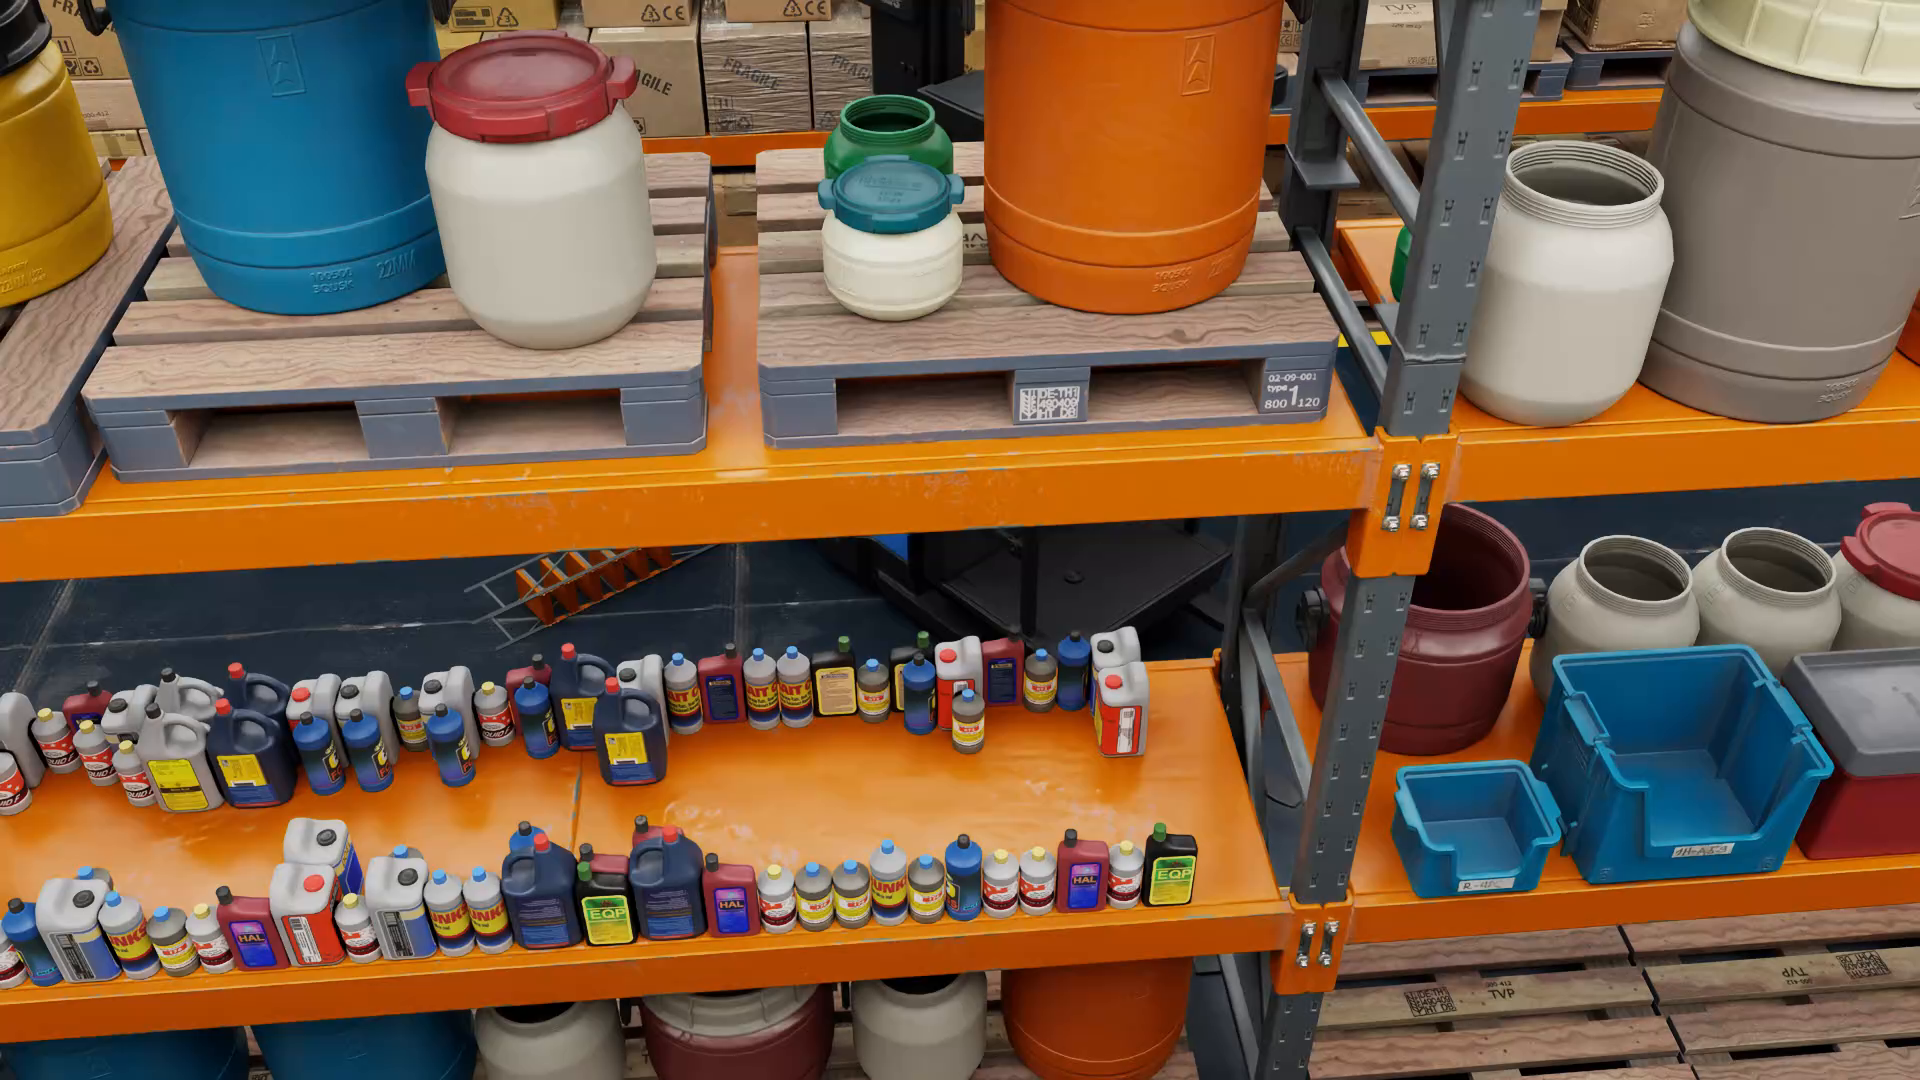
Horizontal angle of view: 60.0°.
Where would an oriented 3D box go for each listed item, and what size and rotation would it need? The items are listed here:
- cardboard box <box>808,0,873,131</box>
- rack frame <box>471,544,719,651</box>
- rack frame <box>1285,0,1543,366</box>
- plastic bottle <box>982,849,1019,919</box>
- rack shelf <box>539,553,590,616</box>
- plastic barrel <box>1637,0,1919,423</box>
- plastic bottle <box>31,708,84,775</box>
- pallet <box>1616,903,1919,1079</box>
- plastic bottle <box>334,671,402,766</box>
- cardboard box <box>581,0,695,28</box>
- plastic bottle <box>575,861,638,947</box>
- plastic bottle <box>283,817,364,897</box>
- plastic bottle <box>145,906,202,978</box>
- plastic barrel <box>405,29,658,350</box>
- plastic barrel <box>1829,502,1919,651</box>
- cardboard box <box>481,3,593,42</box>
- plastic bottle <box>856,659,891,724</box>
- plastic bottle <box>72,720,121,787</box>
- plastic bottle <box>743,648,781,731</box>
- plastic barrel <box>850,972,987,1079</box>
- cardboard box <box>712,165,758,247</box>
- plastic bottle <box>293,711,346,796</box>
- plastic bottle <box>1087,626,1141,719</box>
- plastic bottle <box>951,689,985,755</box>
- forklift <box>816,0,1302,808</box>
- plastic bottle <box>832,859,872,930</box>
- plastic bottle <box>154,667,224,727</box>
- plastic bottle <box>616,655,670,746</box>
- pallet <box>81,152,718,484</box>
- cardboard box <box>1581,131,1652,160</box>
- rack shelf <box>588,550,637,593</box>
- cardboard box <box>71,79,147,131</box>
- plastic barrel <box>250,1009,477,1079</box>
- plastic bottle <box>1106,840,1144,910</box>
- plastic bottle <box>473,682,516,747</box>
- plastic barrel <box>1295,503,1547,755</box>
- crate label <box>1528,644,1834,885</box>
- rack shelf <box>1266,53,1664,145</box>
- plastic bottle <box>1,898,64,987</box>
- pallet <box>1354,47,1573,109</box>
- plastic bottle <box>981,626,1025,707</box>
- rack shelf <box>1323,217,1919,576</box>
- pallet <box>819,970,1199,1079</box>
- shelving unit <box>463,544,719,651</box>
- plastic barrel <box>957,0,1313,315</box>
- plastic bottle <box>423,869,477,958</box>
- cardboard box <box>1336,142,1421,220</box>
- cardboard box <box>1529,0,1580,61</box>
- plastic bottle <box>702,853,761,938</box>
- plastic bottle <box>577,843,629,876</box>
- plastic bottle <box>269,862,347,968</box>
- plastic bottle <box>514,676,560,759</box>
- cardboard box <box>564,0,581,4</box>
[{"bbox_3d":[-0.491,-2.377,8.261,0.500,0.500,0.500,-3,38,-4],"label":"cardboard box"},{"bbox_3d":[-1.605,0.178,7.514,1.200,0.006,0.240,-28,46,-30],"label":"rack frame"},{"bbox_3d":[0.915,-1.841,2.819,0.127,3.000,1.000,-3,38,-4],"label":"rack frame"},{"bbox_3d":[0.106,0.891,4.360,0.097,0.201,0.097,0,38,0],"label":"plastic bottle"},{"bbox_3d":[-1.756,0.185,7.359,0.103,0.180,0.258,-28,46,-30],"label":"rack shelf"},{"bbox_3d":[1.752,-0.771,3.480,0.600,0.901,0.600,0,38,0],"label":"plastic barrel"},{"bbox_3d":[-2.593,0.567,4.770,0.097,0.201,0.097,0,38,0],"label":"plastic bottle"},{"bbox_3d":[2.902,1.525,5.647,1.213,0.211,1.003,-3,38,-4],"label":"pallet"},{"bbox_3d":[-1.705,0.506,4.787,0.135,0.276,0.152,-3,38,-4],"label":"plastic bottle"},{"bbox_3d":[-1.571,-2.870,8.075,0.637,0.503,0.797,-2,38,-3],"label":"cardboard box"},{"bbox_3d":[-0.906,0.925,4.250,0.133,0.283,0.061,-3,38,-4],"label":"plastic bottle"},{"bbox_3d":[-1.666,0.847,4.355,0.135,0.276,0.152,-3,38,-4],"label":"plastic bottle"},{"bbox_3d":[-1.995,1.006,4.213,0.097,0.201,0.097,0,38,0],"label":"plastic bottle"},{"bbox_3d":[-0.838,-0.691,3.334,0.433,0.535,0.433,0,38,0],"label":"plastic barrel"},{"bbox_3d":[2.765,0.222,4.937,0.433,0.535,0.433,0,38,0],"label":"plastic barrel"},{"bbox_3d":[-2.029,-2.288,8.147,0.500,0.500,0.500,-4,38,-5],"label":"cardboard box"},{"bbox_3d":[-0.257,0.439,4.933,0.097,0.201,0.097,0,38,0],"label":"plastic bottle"},{"bbox_3d":[-2.454,0.597,4.732,0.097,0.201,0.097,0,38,0],"label":"plastic bottle"},{"bbox_3d":[-0.583,0.429,4.888,0.097,0.271,0.097,0,38,0],"label":"plastic bottle"},{"bbox_3d":[-0.126,1.449,5.161,0.421,0.512,0.421,0,38,0],"label":"plastic barrel"},{"bbox_3d":[-1.102,-1.803,8.990,0.875,0.875,1.225,-3,38,-4],"label":"cardboard box"},{"bbox_3d":[-1.810,0.591,4.683,0.097,0.271,0.097,0,38,0],"label":"plastic bottle"},{"bbox_3d":[0.455,0.387,4.938,0.135,0.276,0.152,-3,38,-4],"label":"plastic bottle"},{"bbox_3d":[0.024,0.518,4.833,0.097,0.201,0.097,0,38,0],"label":"plastic bottle"},{"bbox_3d":[0.459,-0.820,6.423,1.130,2.935,3.031,-29,47,-32],"label":"forklift"},{"bbox_3d":[-0.282,0.912,4.333,0.097,0.201,0.097,0,38,0],"label":"plastic bottle"},{"bbox_3d":[-2.183,0.501,4.734,0.185,0.351,0.144,-3,38,-4],"label":"plastic bottle"},{"bbox_3d":[-0.926,0.463,4.842,0.135,0.276,0.152,-3,38,-4],"label":"plastic bottle"},{"bbox_3d":[-1.168,-0.537,3.740,1.213,0.211,1.003,-3,38,-4],"label":"pallet"},{"bbox_3d":[3.847,-1.932,9.440,0.500,0.500,0.700,-6,39,-7],"label":"cardboard box"},{"bbox_3d":[-1.572,0.088,7.480,0.103,0.180,0.258,-28,46,-30],"label":"rack shelf"},{"bbox_3d":[-3.925,-2.194,7.990,0.500,0.250,0.500,-4,38,-5],"label":"cardboard box"},{"bbox_3d":[-1.821,1.334,4.992,0.708,0.901,0.600,-3,38,-4],"label":"plastic barrel"},{"bbox_3d":[0.433,0.873,4.383,0.097,0.201,0.097,0,38,0],"label":"plastic bottle"},{"bbox_3d":[-1.361,0.499,4.856,0.097,0.201,0.097,0,38,0],"label":"plastic bottle"},{"bbox_3d":[1.350,0.248,4.904,0.708,0.536,0.600,-3,38,-4],"label":"plastic barrel"},{"bbox_3d":[1.928,0.613,4.523,0.616,0.435,0.502,-3,38,-4],"label":"crate label"},{"bbox_3d":[2.468,-2.369,8.912,4.000,0.370,1.077,-3,38,-4],"label":"rack shelf"},{"bbox_3d":[-2.323,0.997,4.169,0.097,0.271,0.097,0,38,0],"label":"plastic bottle"},{"bbox_3d":[2.444,-2.600,8.779,1.213,0.211,1.003,-3,38,-4],"label":"pallet"},{"bbox_3d":[0.124,0.374,4.949,0.133,0.283,0.061,-3,38,-4],"label":"plastic bottle"},{"bbox_3d":[2.907,-0.491,4.110,4.000,0.370,1.077,-3,38,-4],"label":"rack shelf"},{"bbox_3d":[0.133,1.678,5.453,1.213,0.211,1.003,-3,38,-4],"label":"pallet"},{"bbox_3d":[-1.606,0.106,7.457,1.200,0.189,0.258,-28,46,-30],"label":"shelving unit"},{"bbox_3d":[0.349,-0.968,3.447,0.708,0.830,0.600,-3,38,-4],"label":"plastic barrel"},{"bbox_3d":[-1.304,0.941,4.240,0.097,0.271,0.097,0,38,0],"label":"plastic bottle"},{"bbox_3d":[2.257,-1.856,9.344,0.500,0.500,0.700,0,38,0],"label":"cardboard box"},{"bbox_3d":[2.742,-2.815,8.473,0.637,0.503,0.797,1,38,1],"label":"cardboard box"},{"bbox_3d":[-0.589,0.908,4.272,0.133,0.283,0.061,-3,38,-4],"label":"plastic bottle"},{"bbox_3d":[-0.911,0.888,4.297,0.133,0.283,0.061,-3,38,-4],"label":"plastic bottle"},{"bbox_3d":[-1.653,0.941,4.236,0.135,0.276,0.152,-3,38,-4],"label":"plastic bottle"},{"bbox_3d":[-1.223,0.502,4.796,0.097,0.271,0.097,0,38,0],"label":"plastic bottle"},{"bbox_3d":[-2.053,-2.612,8.558,0.500,0.500,0.500,-4,38,-5],"label":"cardboard box"}]
